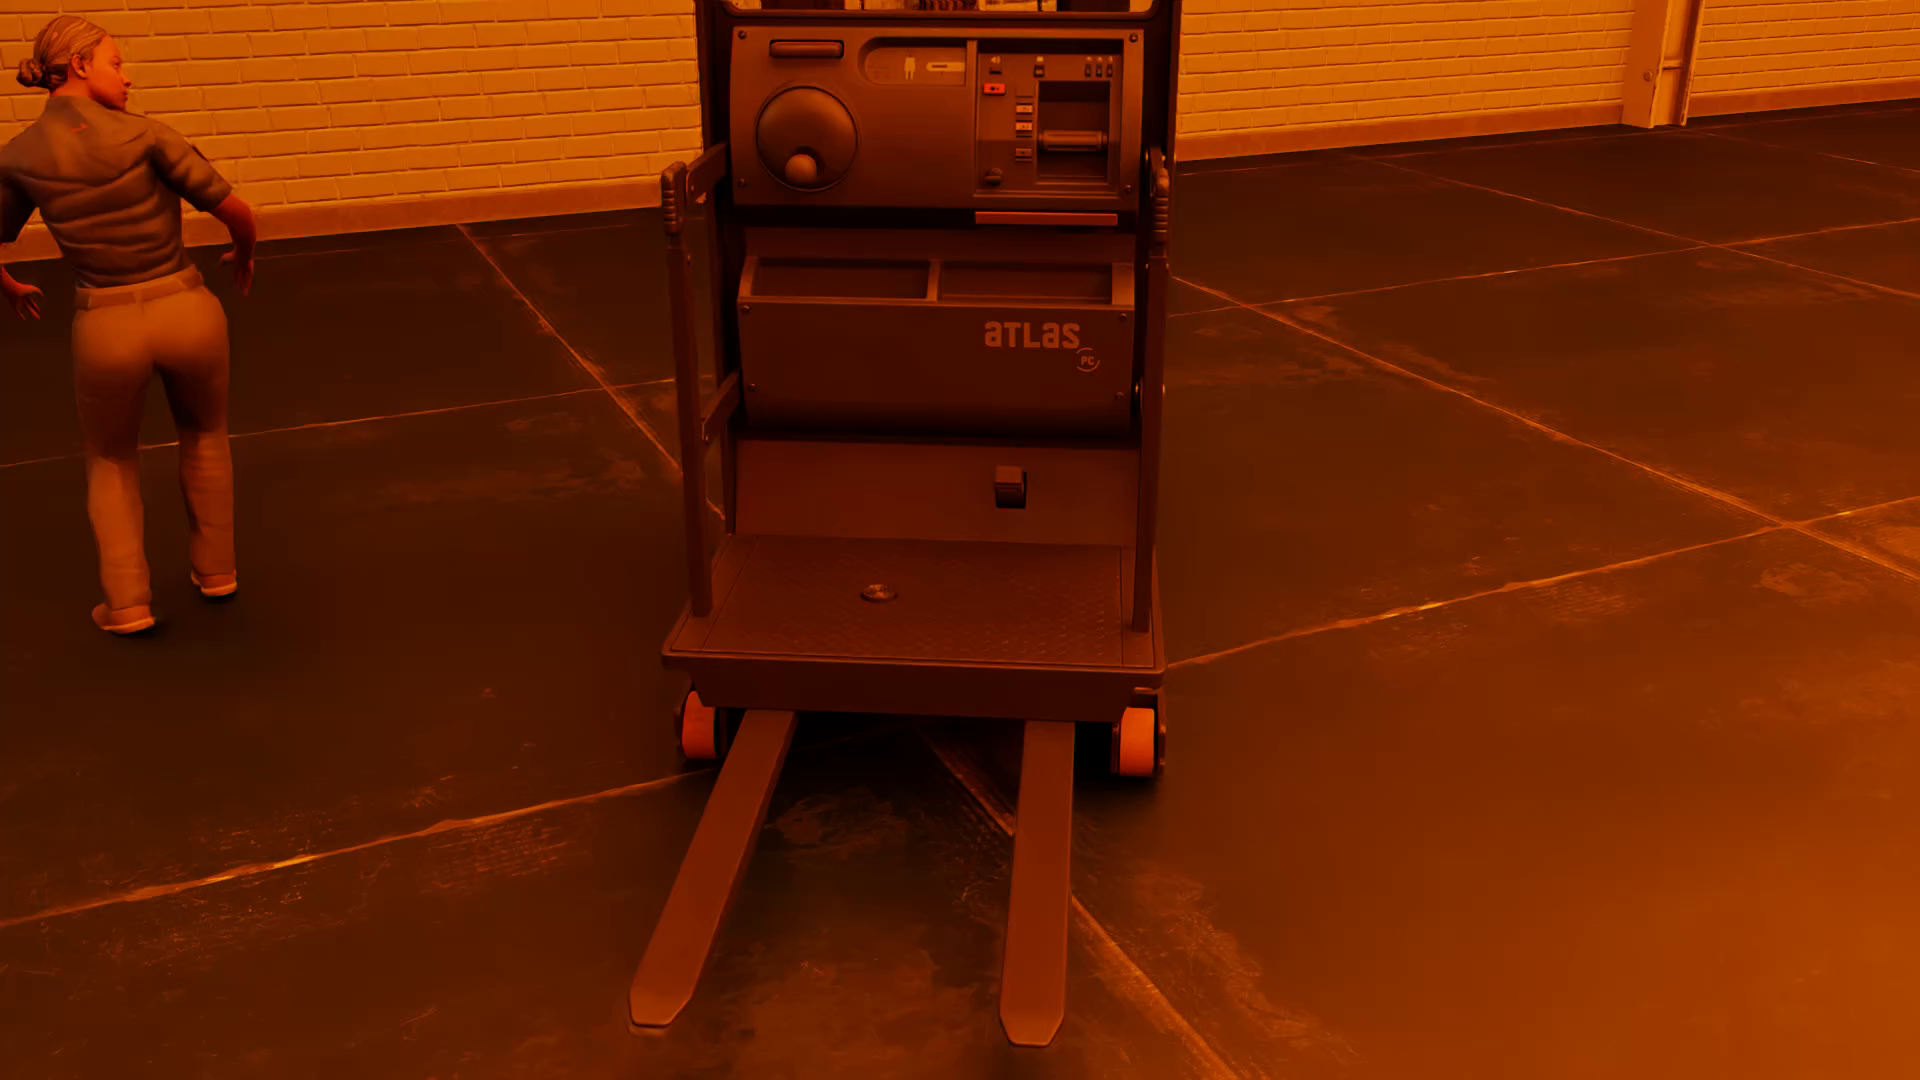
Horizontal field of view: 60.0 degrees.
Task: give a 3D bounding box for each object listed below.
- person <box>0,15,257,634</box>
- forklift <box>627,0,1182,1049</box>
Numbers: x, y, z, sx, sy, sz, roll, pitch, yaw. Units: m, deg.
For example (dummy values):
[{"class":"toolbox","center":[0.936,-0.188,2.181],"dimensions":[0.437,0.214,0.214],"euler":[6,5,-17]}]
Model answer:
[{"class":"person","center":[-2.204,-0.555,4.425],"dimensions":[0.692,1.615,0.587],"euler":[-9,24,-21]},{"class":"forklift","center":[-0.070,-0.942,3.554],"dimensions":[1.130,2.935,3.031],"euler":[2,23,4]}]
